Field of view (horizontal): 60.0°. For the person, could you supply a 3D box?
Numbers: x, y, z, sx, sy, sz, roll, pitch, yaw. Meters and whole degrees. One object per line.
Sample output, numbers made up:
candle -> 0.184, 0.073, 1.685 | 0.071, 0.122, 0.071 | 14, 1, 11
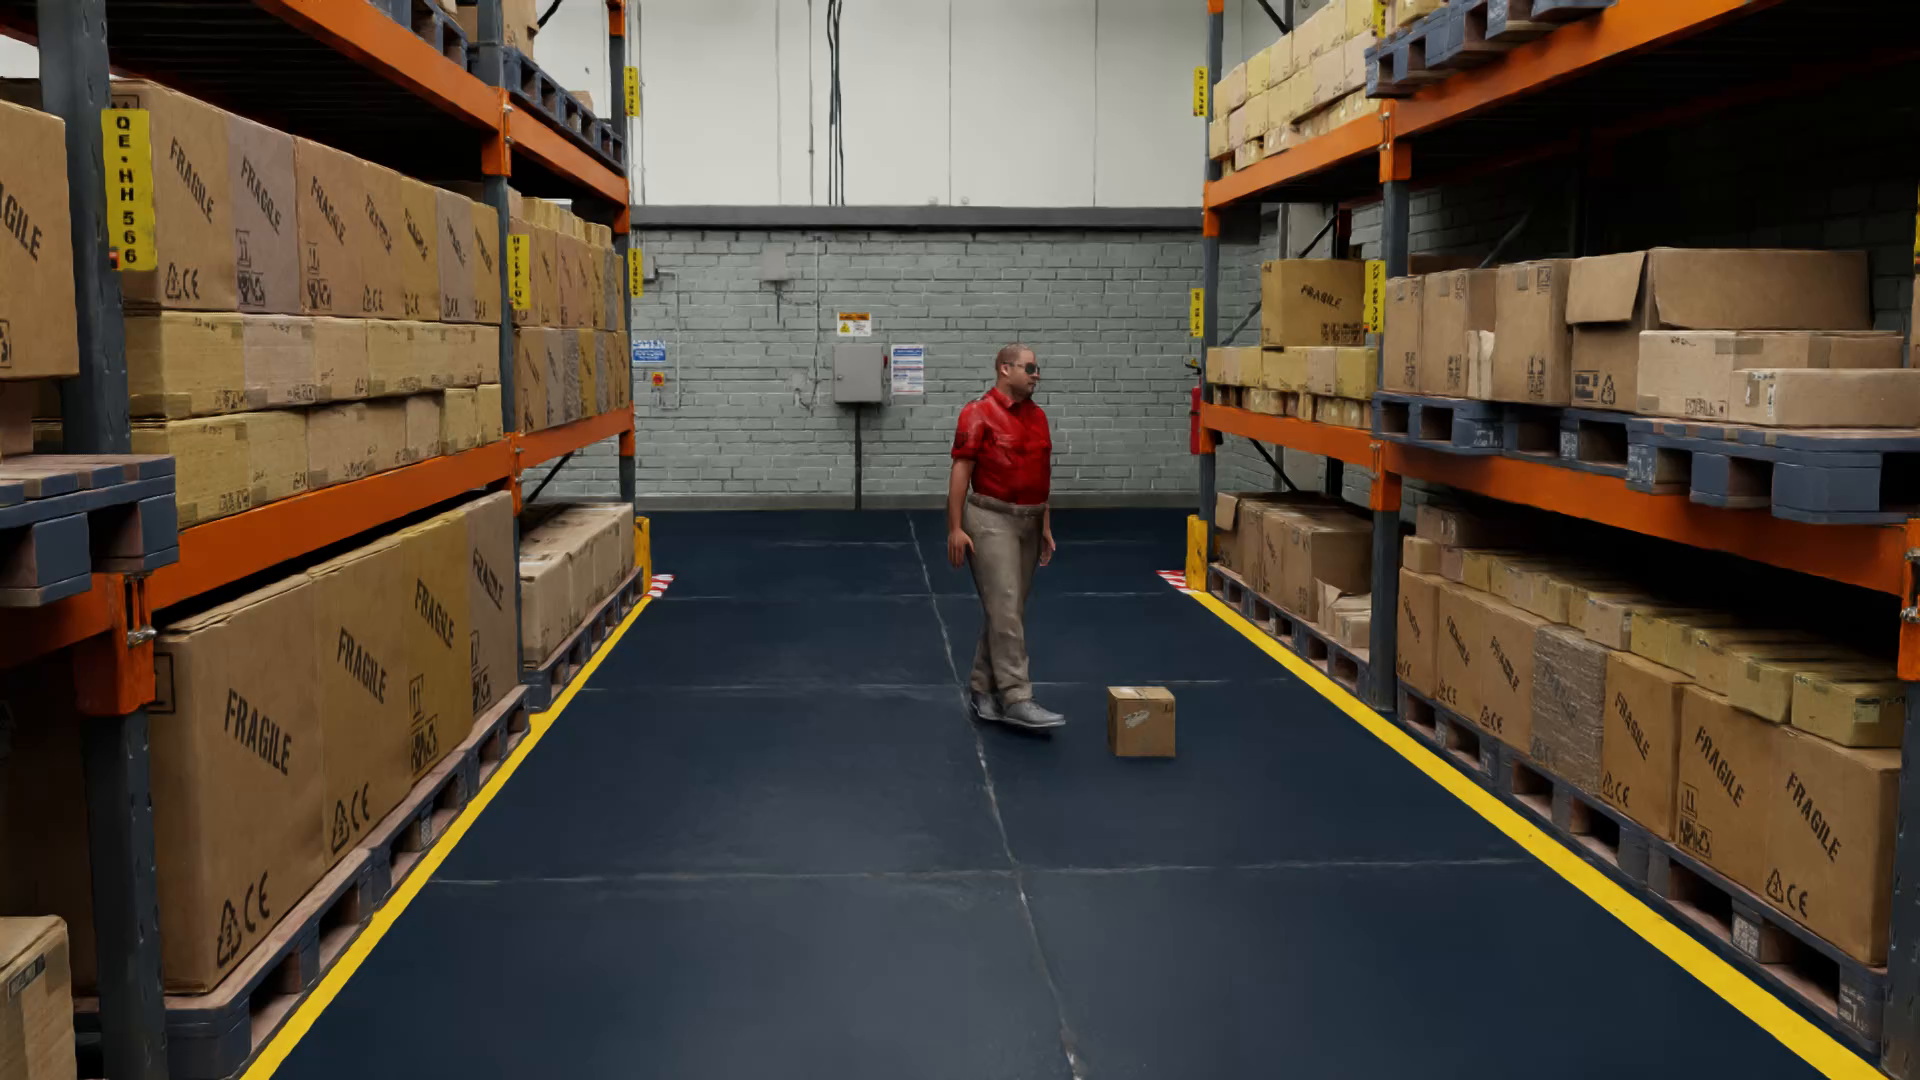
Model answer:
person -> 0.300, -0.023, 7.500 | 0.582, 1.721, 0.717 | -7, 9, -44
